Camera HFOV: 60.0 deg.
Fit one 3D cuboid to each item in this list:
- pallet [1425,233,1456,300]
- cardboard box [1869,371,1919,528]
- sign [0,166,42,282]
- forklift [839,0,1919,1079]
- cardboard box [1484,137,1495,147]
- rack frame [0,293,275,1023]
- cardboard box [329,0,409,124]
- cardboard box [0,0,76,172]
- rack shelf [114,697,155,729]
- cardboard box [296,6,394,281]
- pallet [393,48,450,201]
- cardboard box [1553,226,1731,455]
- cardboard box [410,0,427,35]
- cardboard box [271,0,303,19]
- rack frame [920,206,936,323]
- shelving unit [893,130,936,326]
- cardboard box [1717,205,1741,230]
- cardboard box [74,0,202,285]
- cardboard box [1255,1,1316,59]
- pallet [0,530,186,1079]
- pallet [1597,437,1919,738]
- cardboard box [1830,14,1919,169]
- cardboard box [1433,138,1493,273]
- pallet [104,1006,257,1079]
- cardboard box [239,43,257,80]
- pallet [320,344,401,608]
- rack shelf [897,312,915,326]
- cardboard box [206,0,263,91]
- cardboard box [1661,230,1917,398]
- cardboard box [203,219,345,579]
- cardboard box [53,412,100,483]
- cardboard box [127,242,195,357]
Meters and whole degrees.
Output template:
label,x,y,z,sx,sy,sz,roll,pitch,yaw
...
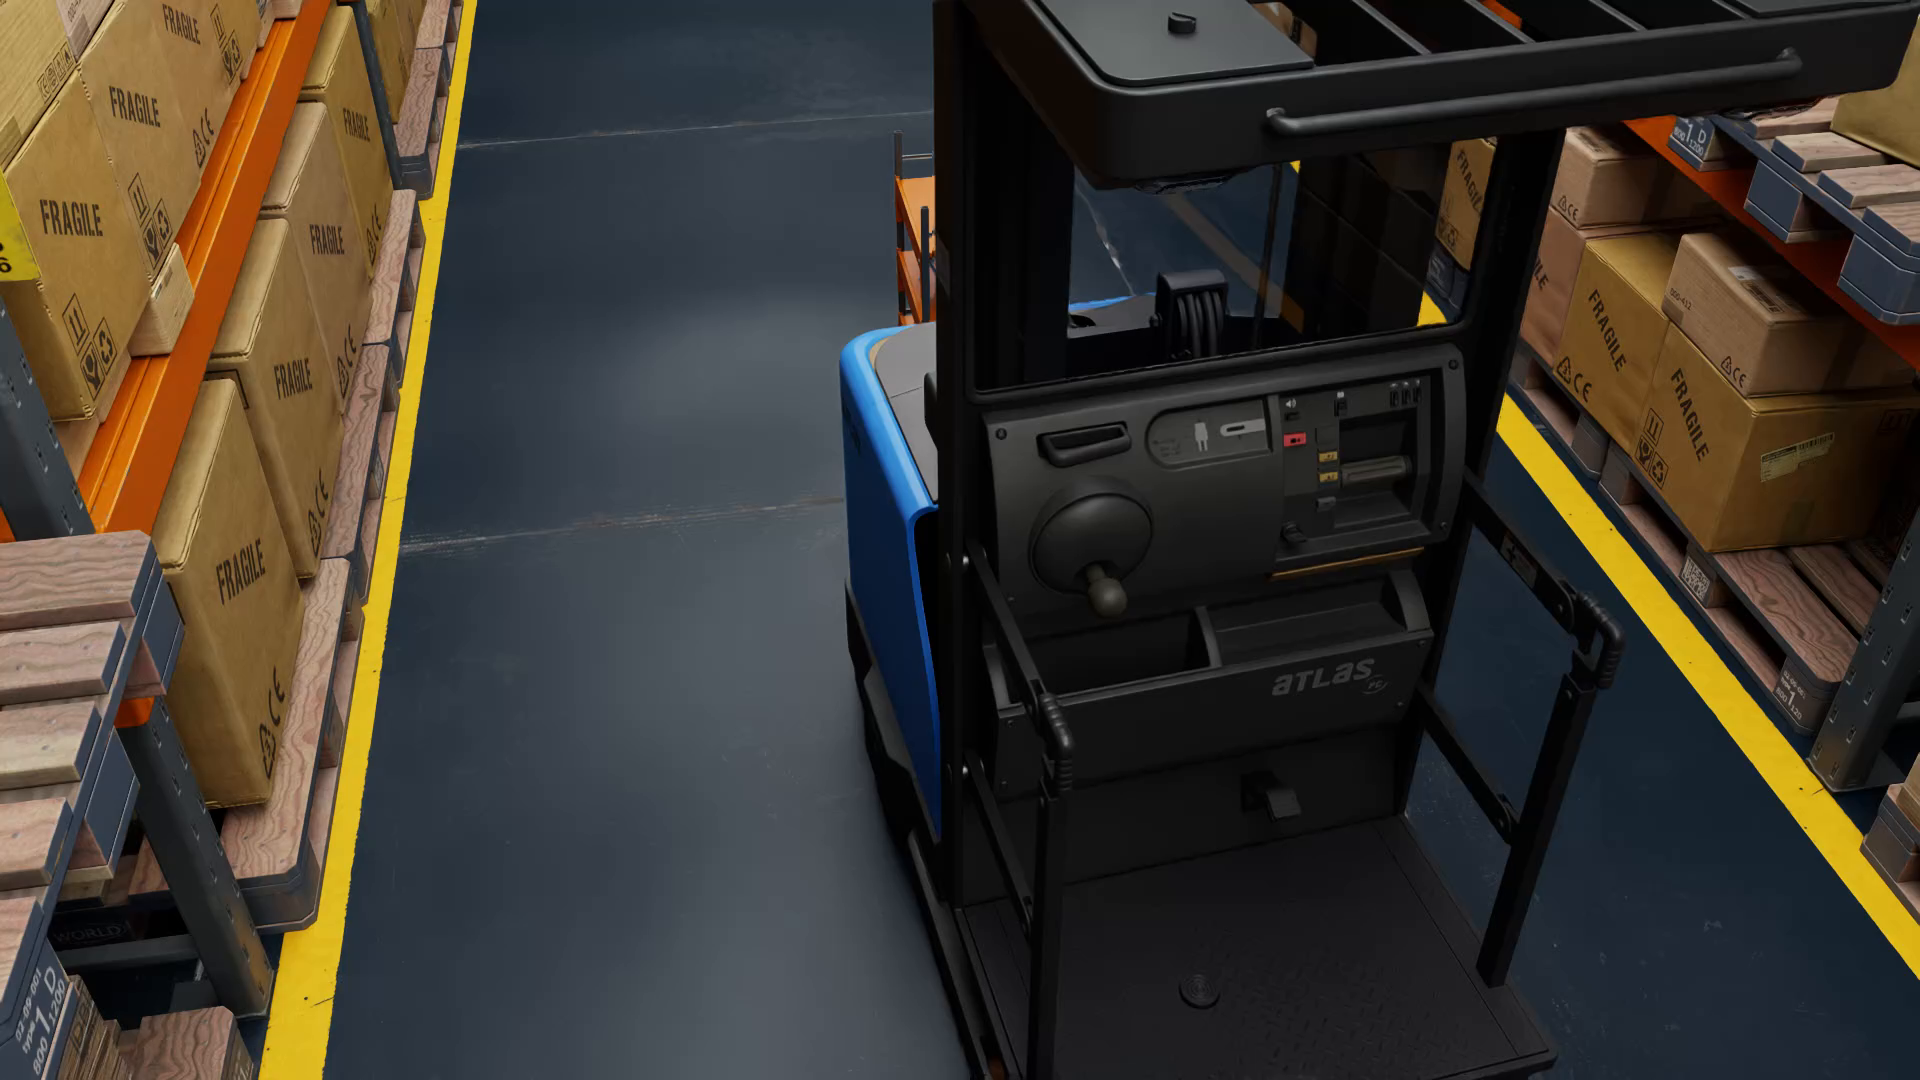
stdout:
label,x,y,z,sx,sy,sz,roll,pitch,yaw
pallet,2.256,-1.429,6.918,1.003,0.211,1.213,-6,38,-8
cardboard box,2.882,-0.409,5.011,0.500,0.500,0.500,-8,38,-10
sign,-1.566,-0.556,2.642,0.100,0.325,0.005,-6,38,-8
forklift,0.562,-0.035,2.906,1.130,2.935,3.031,-9,39,-12
cardboard box,2.096,-1.578,5.904,0.500,0.250,0.500,-6,38,-8
rack frame,-2.099,-0.066,2.891,1.000,3.000,0.127,-6,38,-8
cardboard box,-2.830,-2.124,7.234,0.700,0.500,0.500,-6,38,-7
cardboard box,-1.930,-0.847,2.944,0.500,0.250,0.500,-5,38,-7
rack shelf,-1.748,1.426,1.556,1.077,0.370,4.000,-6,38,-8
cardboard box,-2.558,-1.421,6.044,0.750,0.750,0.750,-6,38,-7
pallet,-2.856,-1.849,7.458,1.003,0.211,1.213,-6,38,-8
cardboard box,2.292,-0.640,5.308,0.500,0.500,0.500,-8,38,-10
cardboard box,-3.003,-2.738,8.024,0.700,0.500,0.500,-5,38,-7
cardboard box,-2.289,-1.753,5.250,0.380,0.149,0.250,-6,38,-8
rack frame,0.014,-0.426,4.821,0.240,1.200,0.015,-6,38,-8
shelving unit,-0.029,-0.574,5.011,0.258,1.200,0.503,-6,38,-8
cardboard box,2.702,-1.028,5.807,0.500,0.500,0.500,-7,38,-9
cardboard box,-2.015,-0.870,3.584,0.500,0.500,0.500,-5,38,-6
cardboard box,1.697,-2.518,7.725,0.500,0.500,0.500,-6,38,-8
pallet,-1.869,0.428,2.410,1.213,0.211,1.003,-6,38,-8
pallet,2.684,0.045,5.021,1.003,0.211,1.213,-6,38,-8
cardboard box,2.556,-1.175,3.894,0.700,0.500,0.500,-19,42,-23
cardboard box,2.106,-1.262,6.109,0.500,0.500,0.500,-6,38,-7
pallet,-1.963,1.507,3.138,1.003,0.211,1.213,-6,38,-8
cardboard box,-2.283,-1.445,4.854,0.380,0.149,0.250,-7,38,-9
pallet,-2.373,-0.185,5.316,1.003,0.211,1.213,-6,38,-8
rack shelf,-0.029,-0.521,5.052,0.258,0.148,0.480,-6,38,-8
cardboard box,-2.200,-1.483,4.374,0.500,0.500,0.500,-5,38,-7
cardboard box,2.368,-0.657,4.719,0.500,0.250,0.500,-5,38,-6
cardboard box,-2.246,-0.371,4.693,0.750,0.750,0.750,-6,38,-8
cardboard box,-1.928,-0.199,3.250,0.380,0.149,0.250,-7,38,-9
cardboard box,-1.927,-0.522,3.665,0.380,0.149,0.250,-5,38,-7
